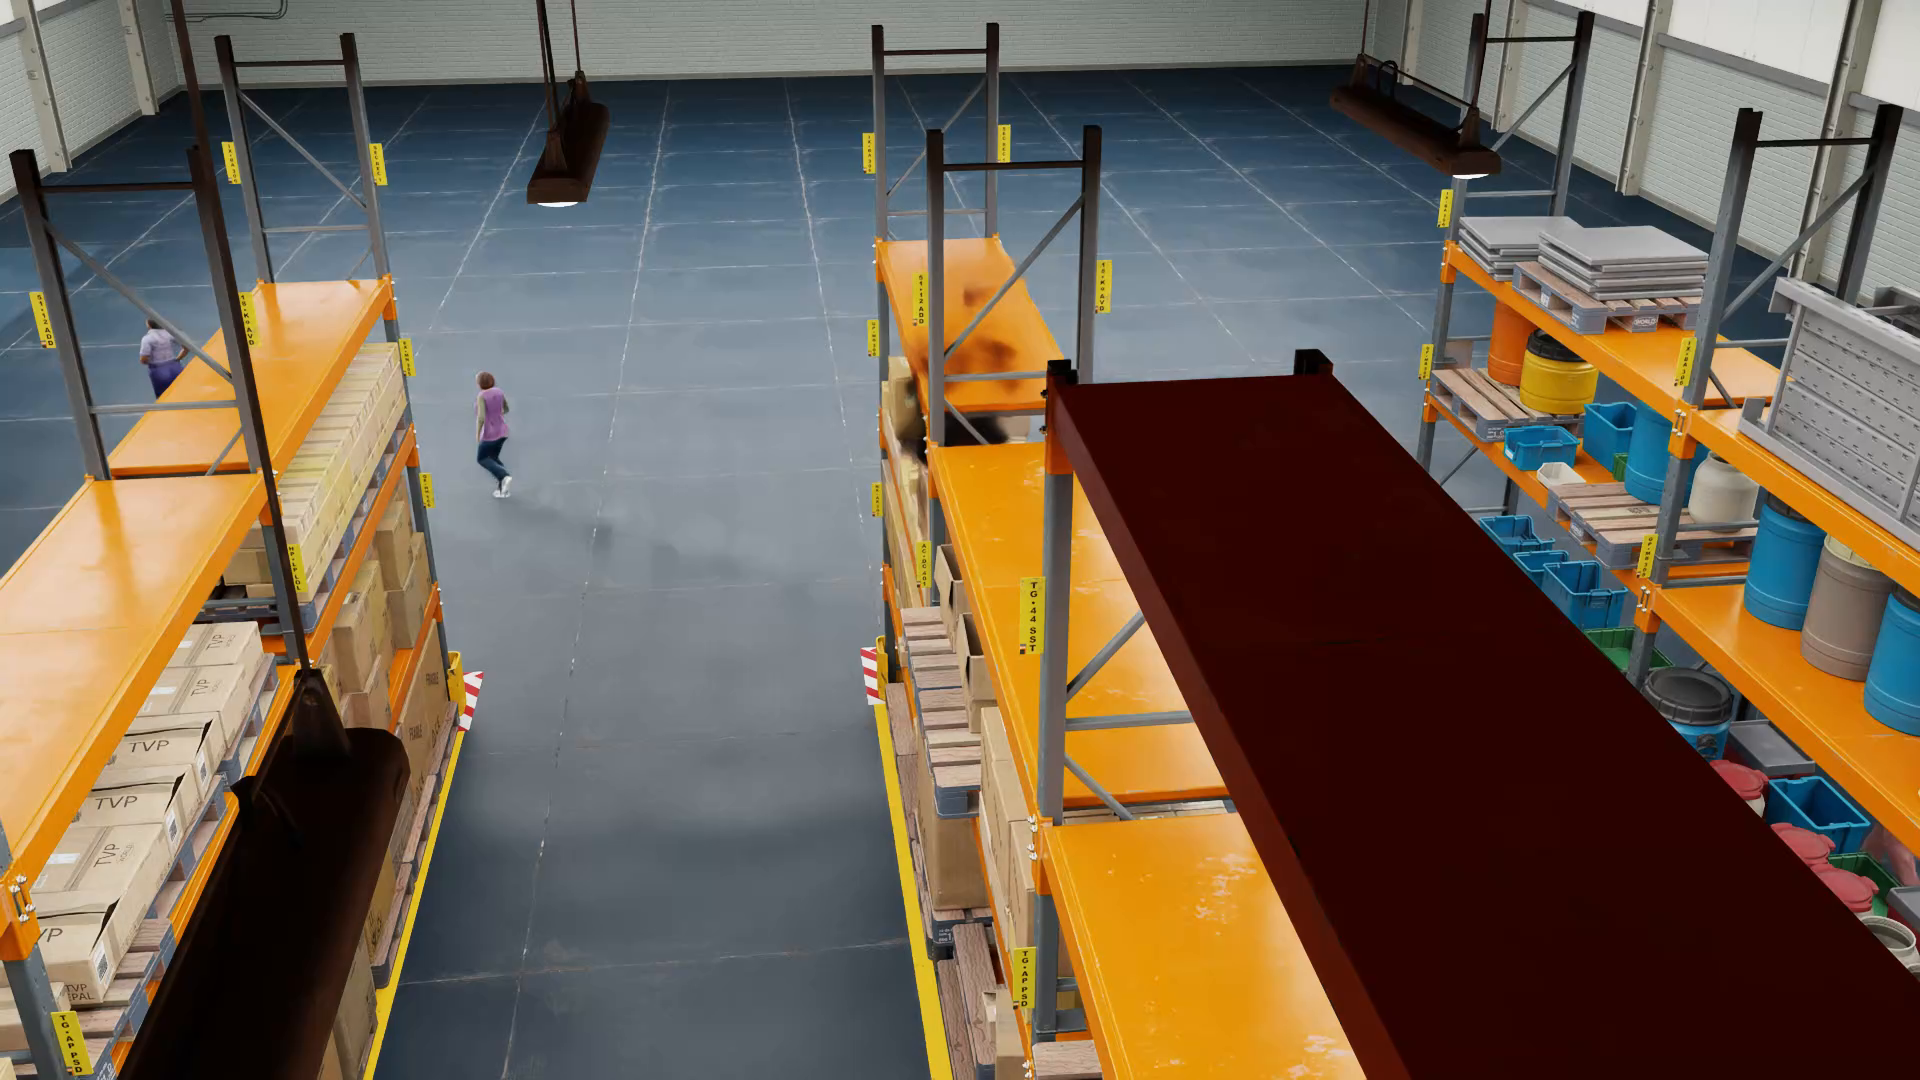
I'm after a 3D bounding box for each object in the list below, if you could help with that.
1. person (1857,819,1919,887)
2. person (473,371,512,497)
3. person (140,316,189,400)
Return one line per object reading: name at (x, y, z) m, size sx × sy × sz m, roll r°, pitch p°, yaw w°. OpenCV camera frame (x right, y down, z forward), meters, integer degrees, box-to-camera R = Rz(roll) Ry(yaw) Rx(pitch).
person at (7.074, 1.942, 12.441) m, size 0.578 × 1.680 × 0.882 m, roll -7°, pitch 26°, yaw -15°
person at (-5.414, -1.209, 19.262) m, size 0.565 × 1.561 × 0.576 m, roll 14°, pitch 29°, yaw 27°
person at (-9.988, -2.067, 20.963) m, size 0.775 × 1.652 × 0.611 m, roll 17°, pitch 30°, yaw 31°
